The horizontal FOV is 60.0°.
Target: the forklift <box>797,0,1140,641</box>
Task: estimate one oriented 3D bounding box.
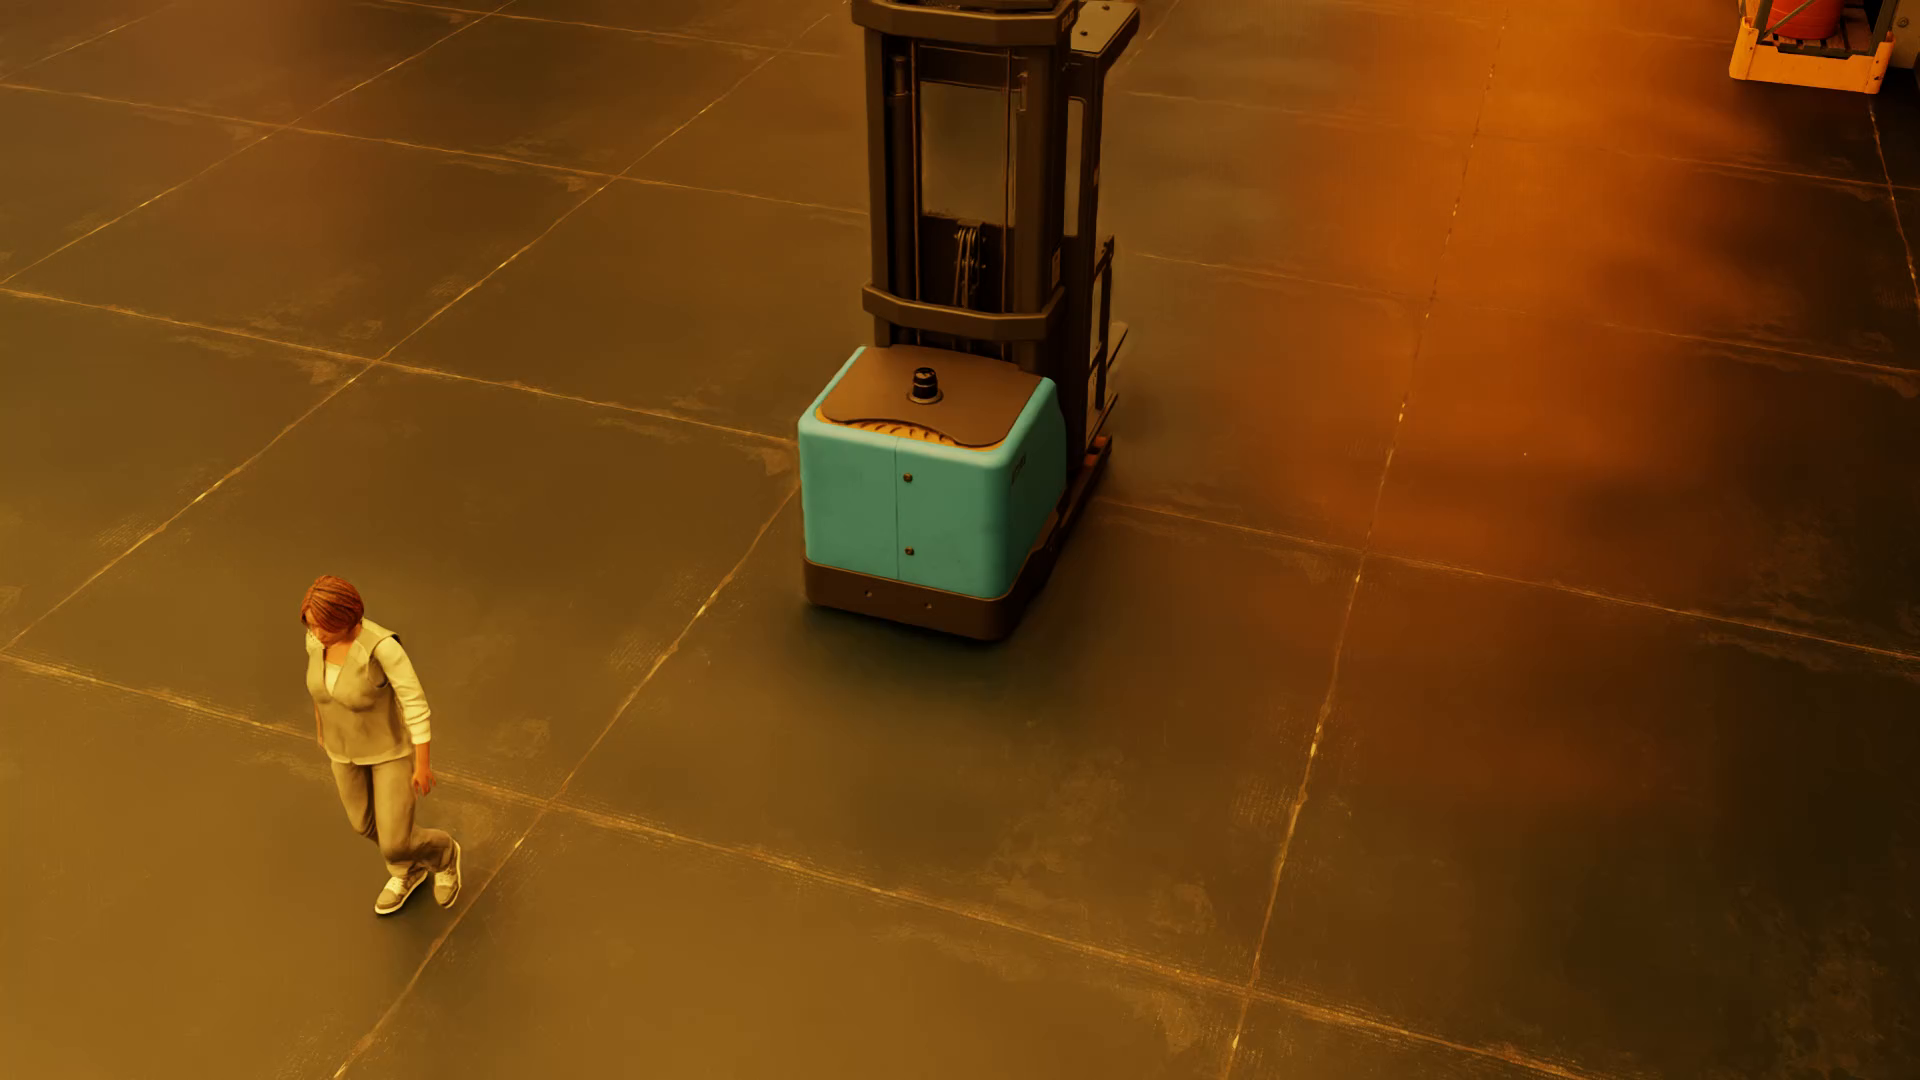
[{"bbox_3d":[0.205,-1.571,8.326,1.130,2.935,3.031,11,37,16],"label":"forklift"}]

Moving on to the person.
[{"bbox_3d":[-2.184,0.806,6.147,0.550,1.578,0.408,10,37,14],"label":"person"}]
